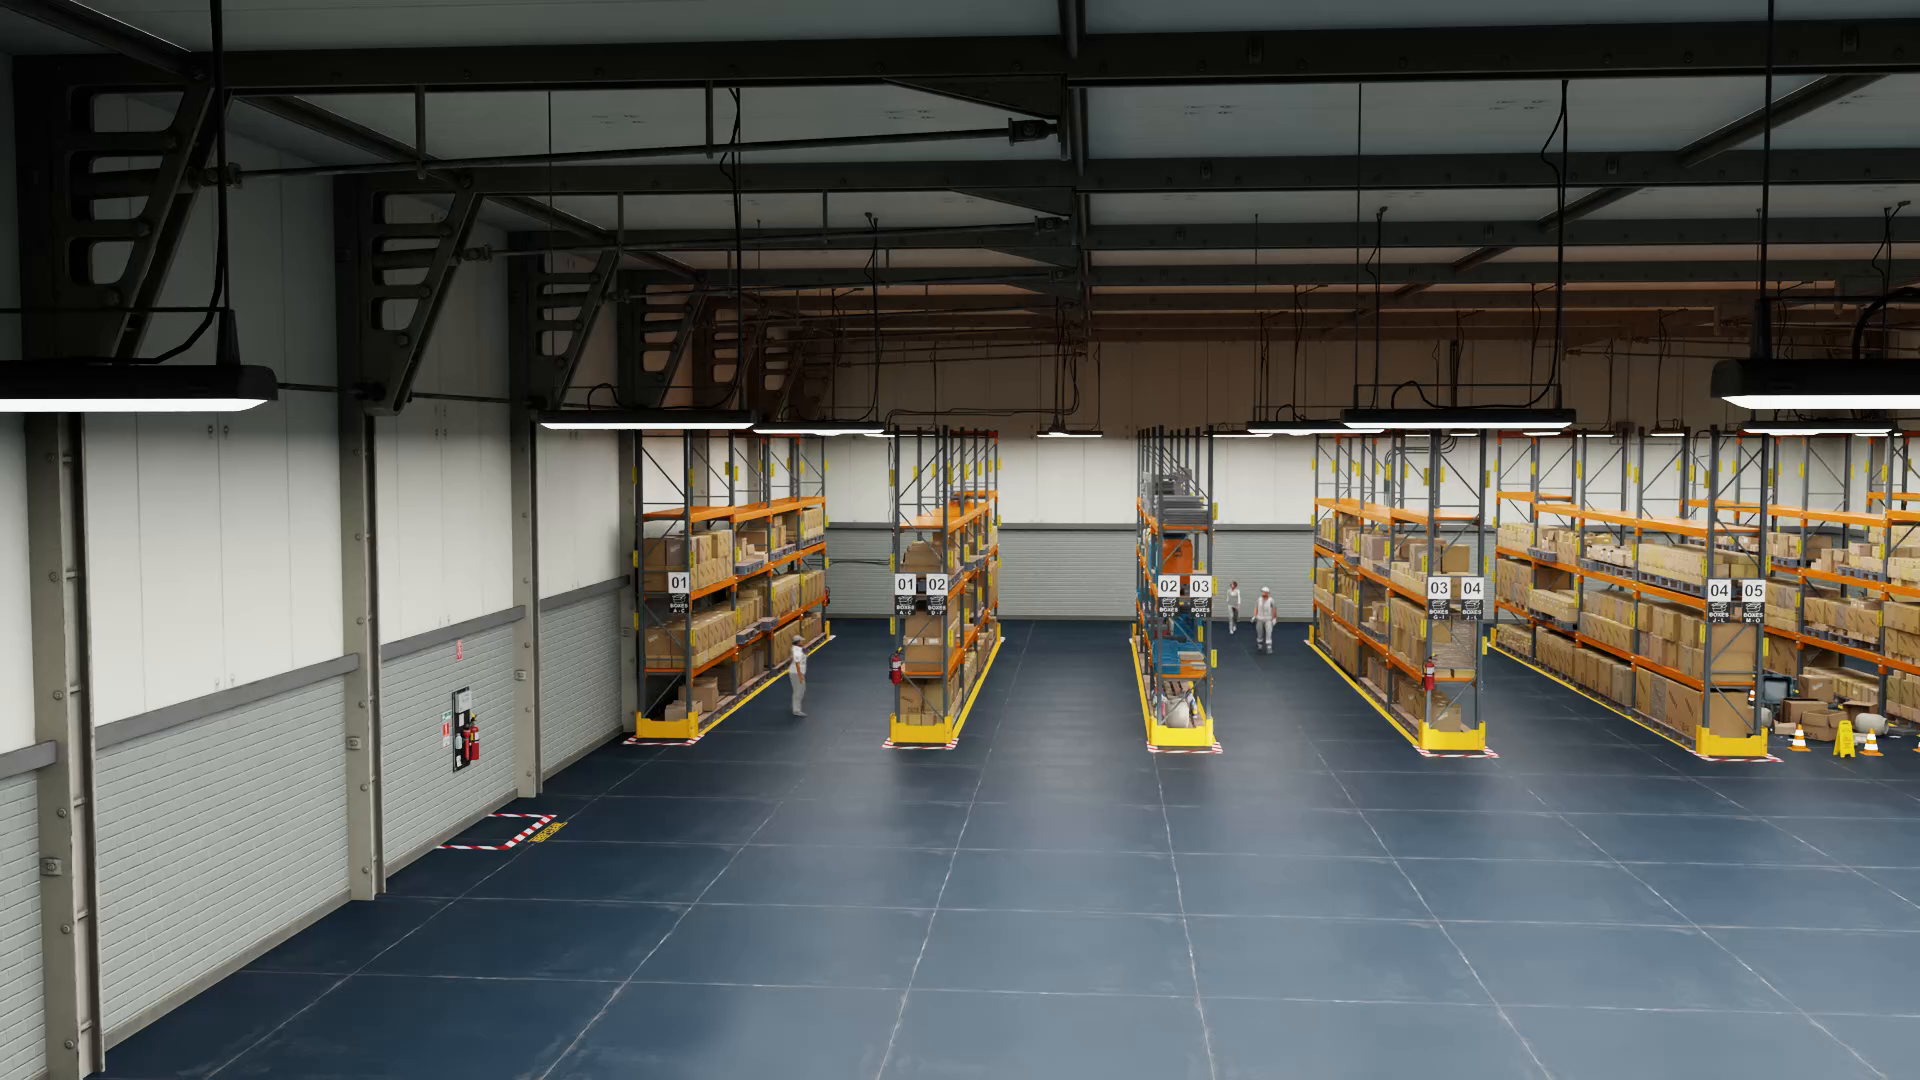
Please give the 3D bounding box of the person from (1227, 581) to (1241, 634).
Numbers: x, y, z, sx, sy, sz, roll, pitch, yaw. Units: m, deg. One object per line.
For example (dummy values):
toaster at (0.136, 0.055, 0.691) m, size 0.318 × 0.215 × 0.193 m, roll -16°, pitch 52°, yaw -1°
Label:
person at (8.100, 1.991, 49.222) m, size 0.374 × 1.519 × 0.961 m, roll 0°, pitch 3°, yaw 1°

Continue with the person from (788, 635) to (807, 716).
person at (-3.387, 2.853, 34.687) m, size 0.392 × 1.752 × 0.532 m, roll 0°, pitch 3°, yaw -1°

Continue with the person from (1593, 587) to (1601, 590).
person at (17.552, 2.111, 46.027) m, size 0.988 × 1.627 × 0.611 m, roll 3°, pitch 4°, yaw 40°

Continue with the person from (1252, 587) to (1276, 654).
person at (8.174, 2.146, 44.712) m, size 0.670 × 1.742 × 0.975 m, roll 0°, pitch 3°, yaw 2°
